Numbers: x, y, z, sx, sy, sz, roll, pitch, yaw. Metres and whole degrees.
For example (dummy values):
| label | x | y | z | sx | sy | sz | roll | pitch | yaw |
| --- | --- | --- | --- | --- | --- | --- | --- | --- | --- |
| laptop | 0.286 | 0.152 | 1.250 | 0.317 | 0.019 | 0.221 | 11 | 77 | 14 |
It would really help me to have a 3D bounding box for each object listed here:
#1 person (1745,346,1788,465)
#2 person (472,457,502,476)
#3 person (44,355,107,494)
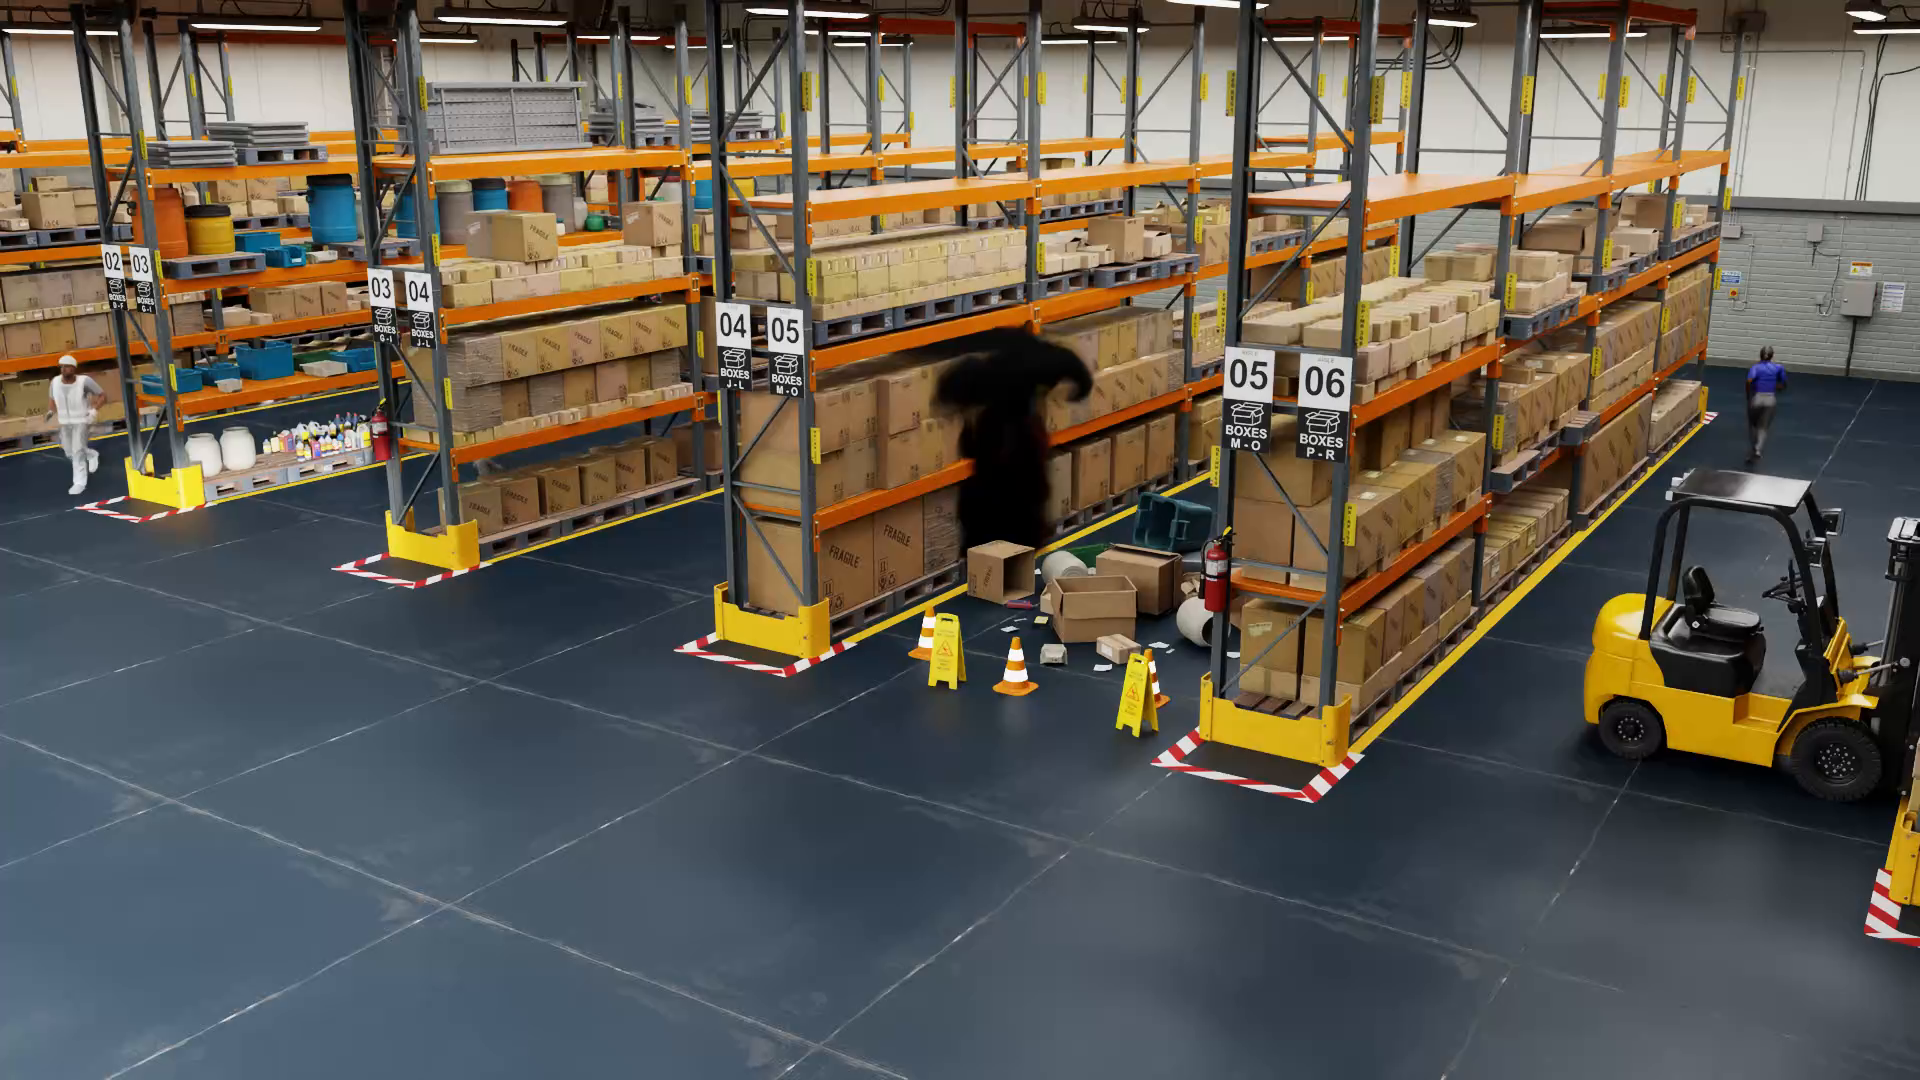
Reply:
| label | x | y | z | sx | sy | sz | roll | pitch | yaw |
| --- | --- | --- | --- | --- | --- | --- | --- | --- | --- |
| person | 11.002 | -1.824 | 22.748 | 0.557 | 1.625 | 0.797 | 5 | 16 | 18 |
| person | -6.074 | -1.386 | 21.204 | 0.609 | 1.638 | 0.715 | 6 | 17 | 22 |
| person | -11.390 | -1.527 | 21.502 | 0.693 | 1.755 | 0.811 | 0 | 16 | 1 |
